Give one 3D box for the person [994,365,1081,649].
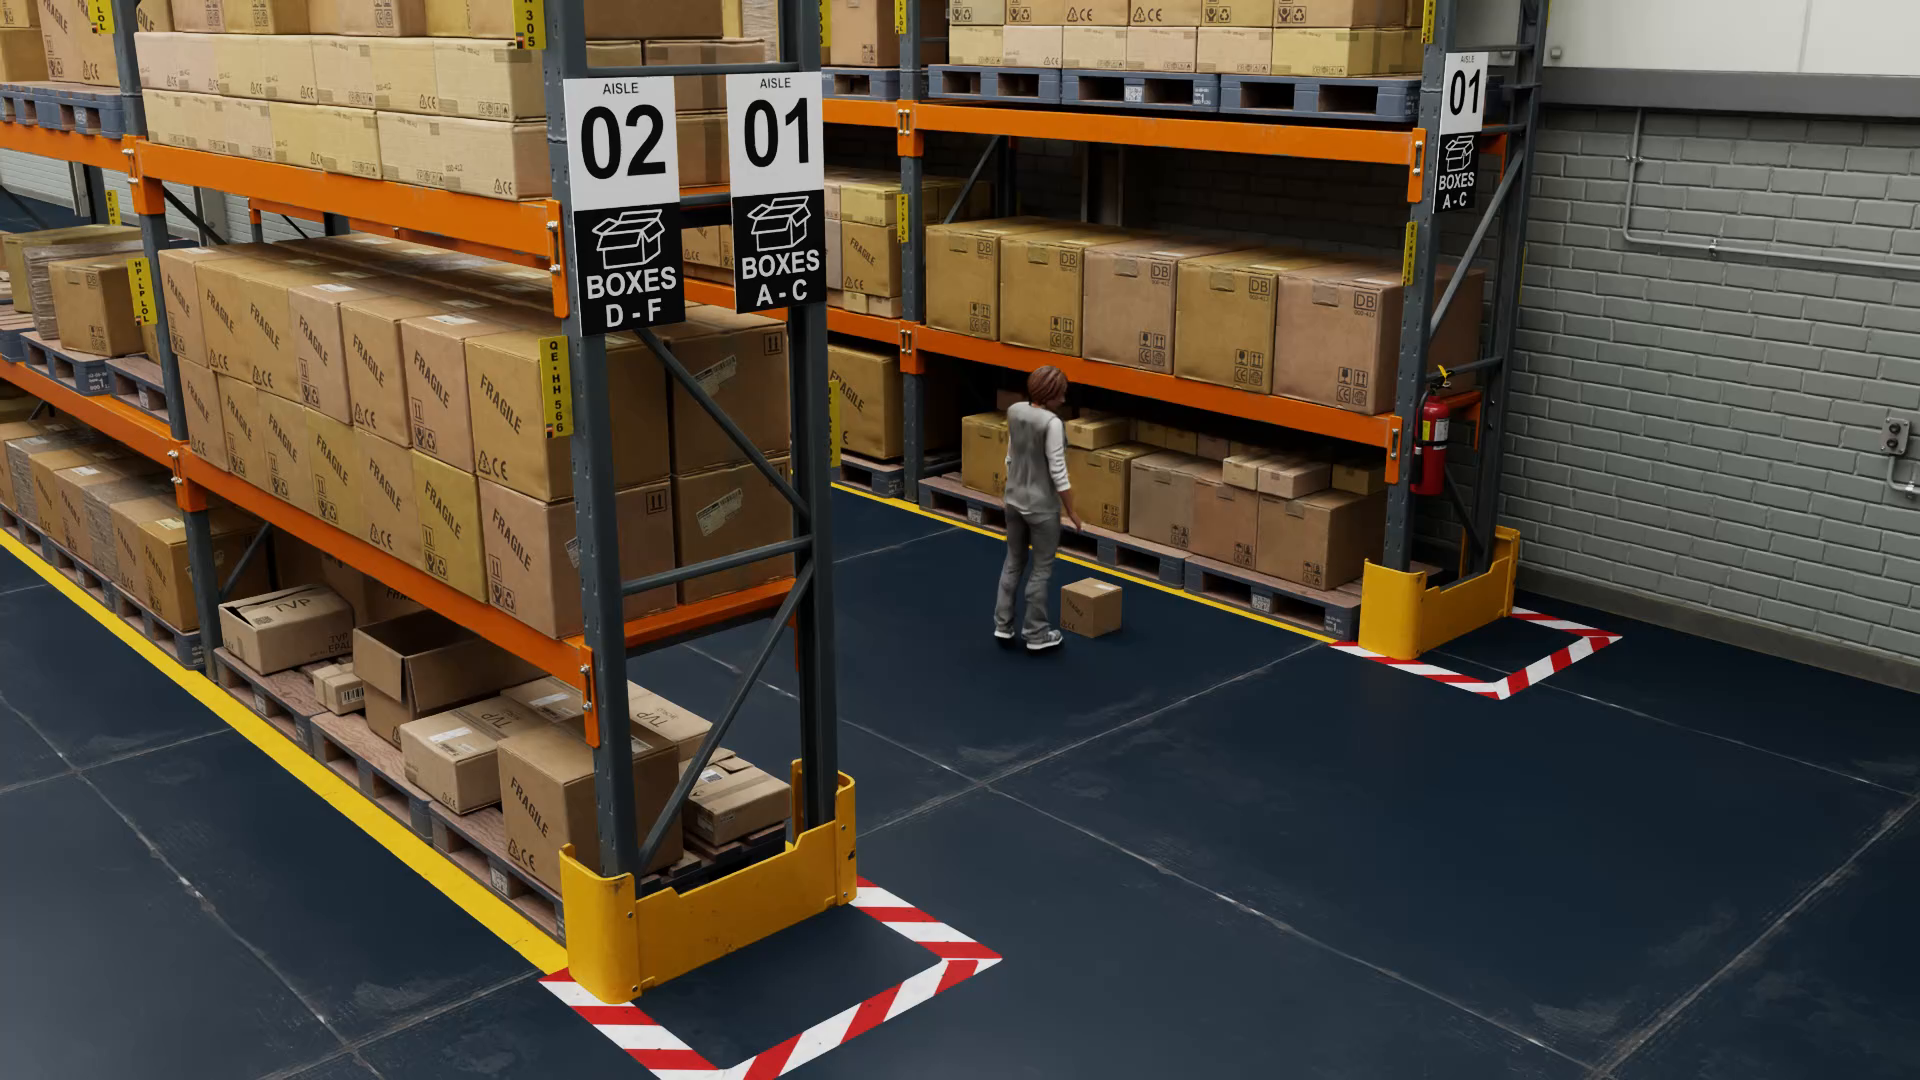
[{"bbox_3d":[0.410,-0.173,9.067,0.340,1.611,0.575,-16,23,-40],"label":"person"}]
